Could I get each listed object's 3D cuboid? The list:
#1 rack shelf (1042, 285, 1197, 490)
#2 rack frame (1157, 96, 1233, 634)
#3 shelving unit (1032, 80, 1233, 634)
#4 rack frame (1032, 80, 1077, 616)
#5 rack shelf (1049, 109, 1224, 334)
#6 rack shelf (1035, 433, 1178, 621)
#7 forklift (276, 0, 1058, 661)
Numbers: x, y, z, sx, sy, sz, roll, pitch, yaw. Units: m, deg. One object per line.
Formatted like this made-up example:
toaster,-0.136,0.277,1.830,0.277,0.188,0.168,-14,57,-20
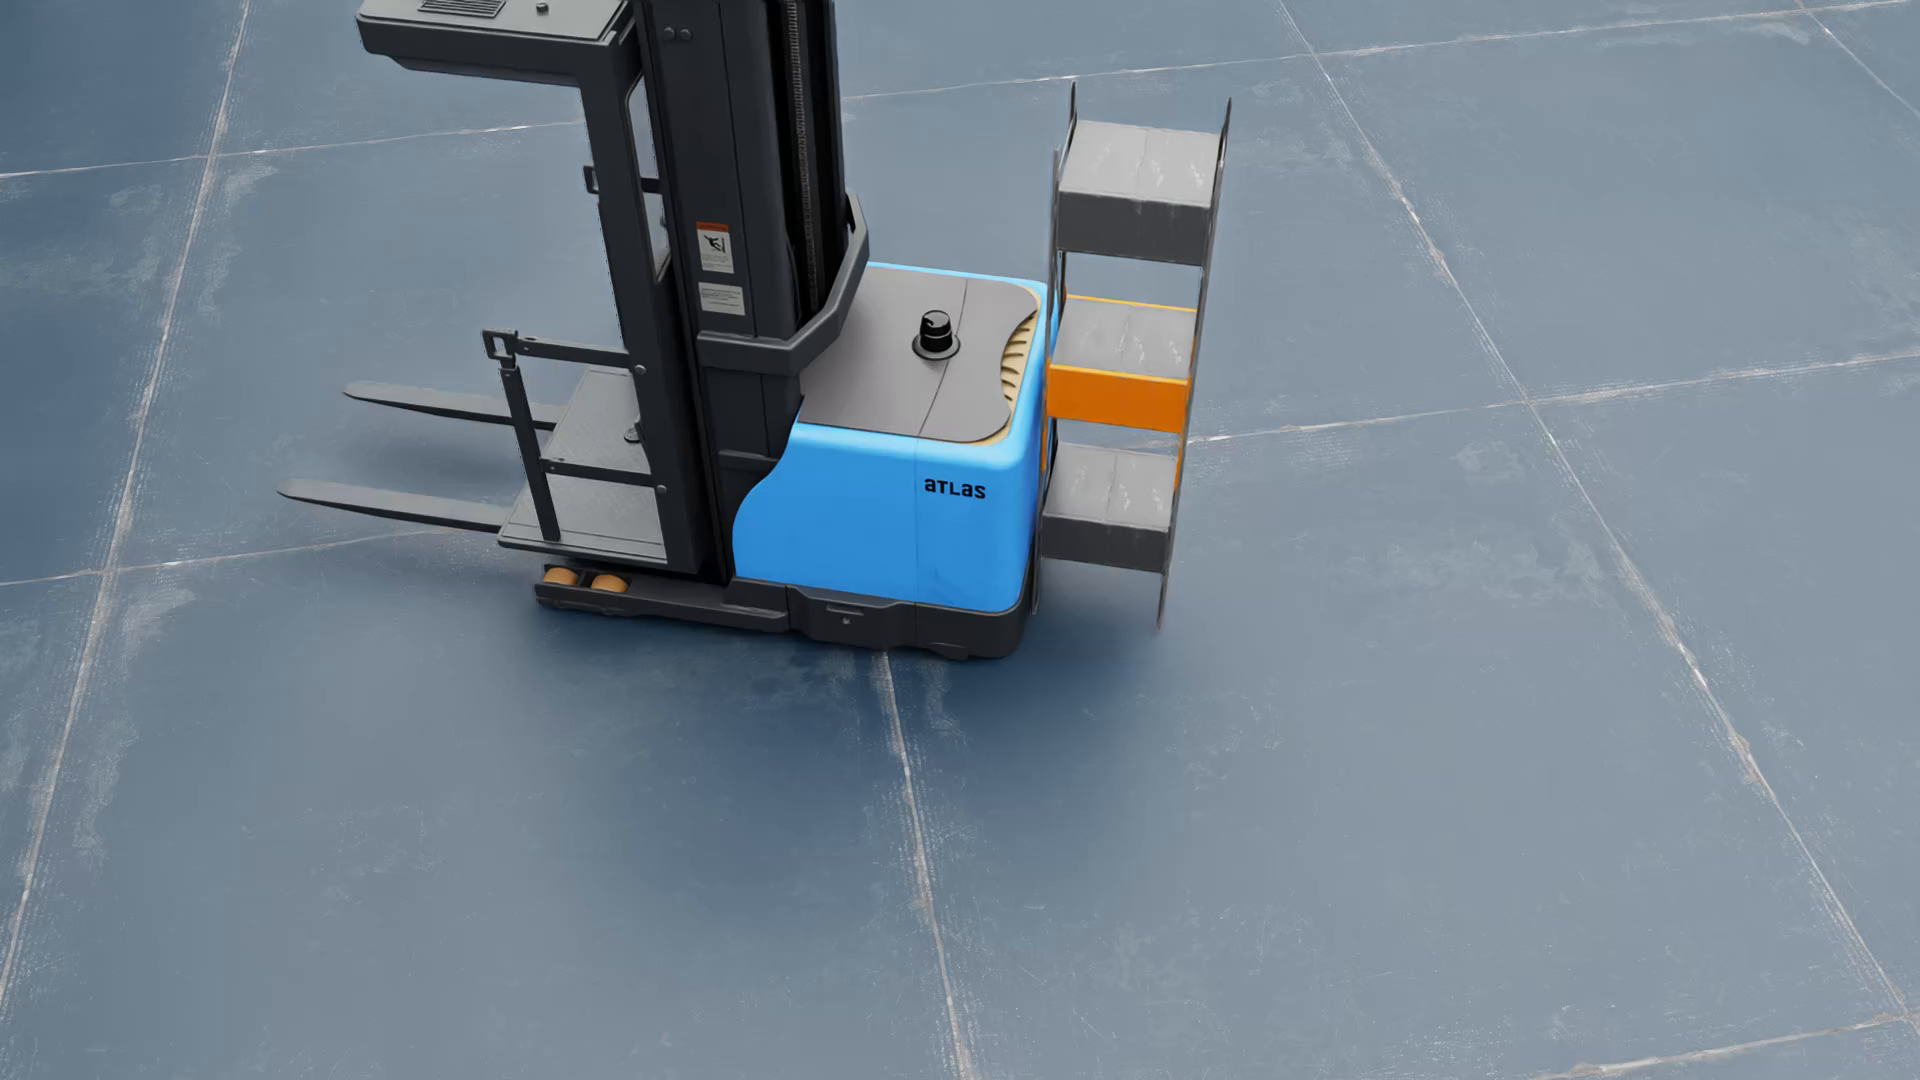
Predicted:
rack shelf,0.564,-0.533,5.825,0.480,0.518,0.431,8,47,7
rack frame,0.803,-0.510,5.783,0.015,2.100,0.400,8,47,7
shelving unit,0.564,-0.543,5.815,0.503,2.100,0.431,8,47,7
rack frame,0.324,-0.576,5.846,0.015,2.100,0.400,8,47,7
rack shelf,0.564,-1.019,5.320,0.480,0.518,0.431,8,47,7
rack shelf,0.564,-0.047,6.329,0.480,0.518,0.431,8,47,7
forklift,-1.180,-1.088,5.763,3.031,2.935,1.130,8,47,7
